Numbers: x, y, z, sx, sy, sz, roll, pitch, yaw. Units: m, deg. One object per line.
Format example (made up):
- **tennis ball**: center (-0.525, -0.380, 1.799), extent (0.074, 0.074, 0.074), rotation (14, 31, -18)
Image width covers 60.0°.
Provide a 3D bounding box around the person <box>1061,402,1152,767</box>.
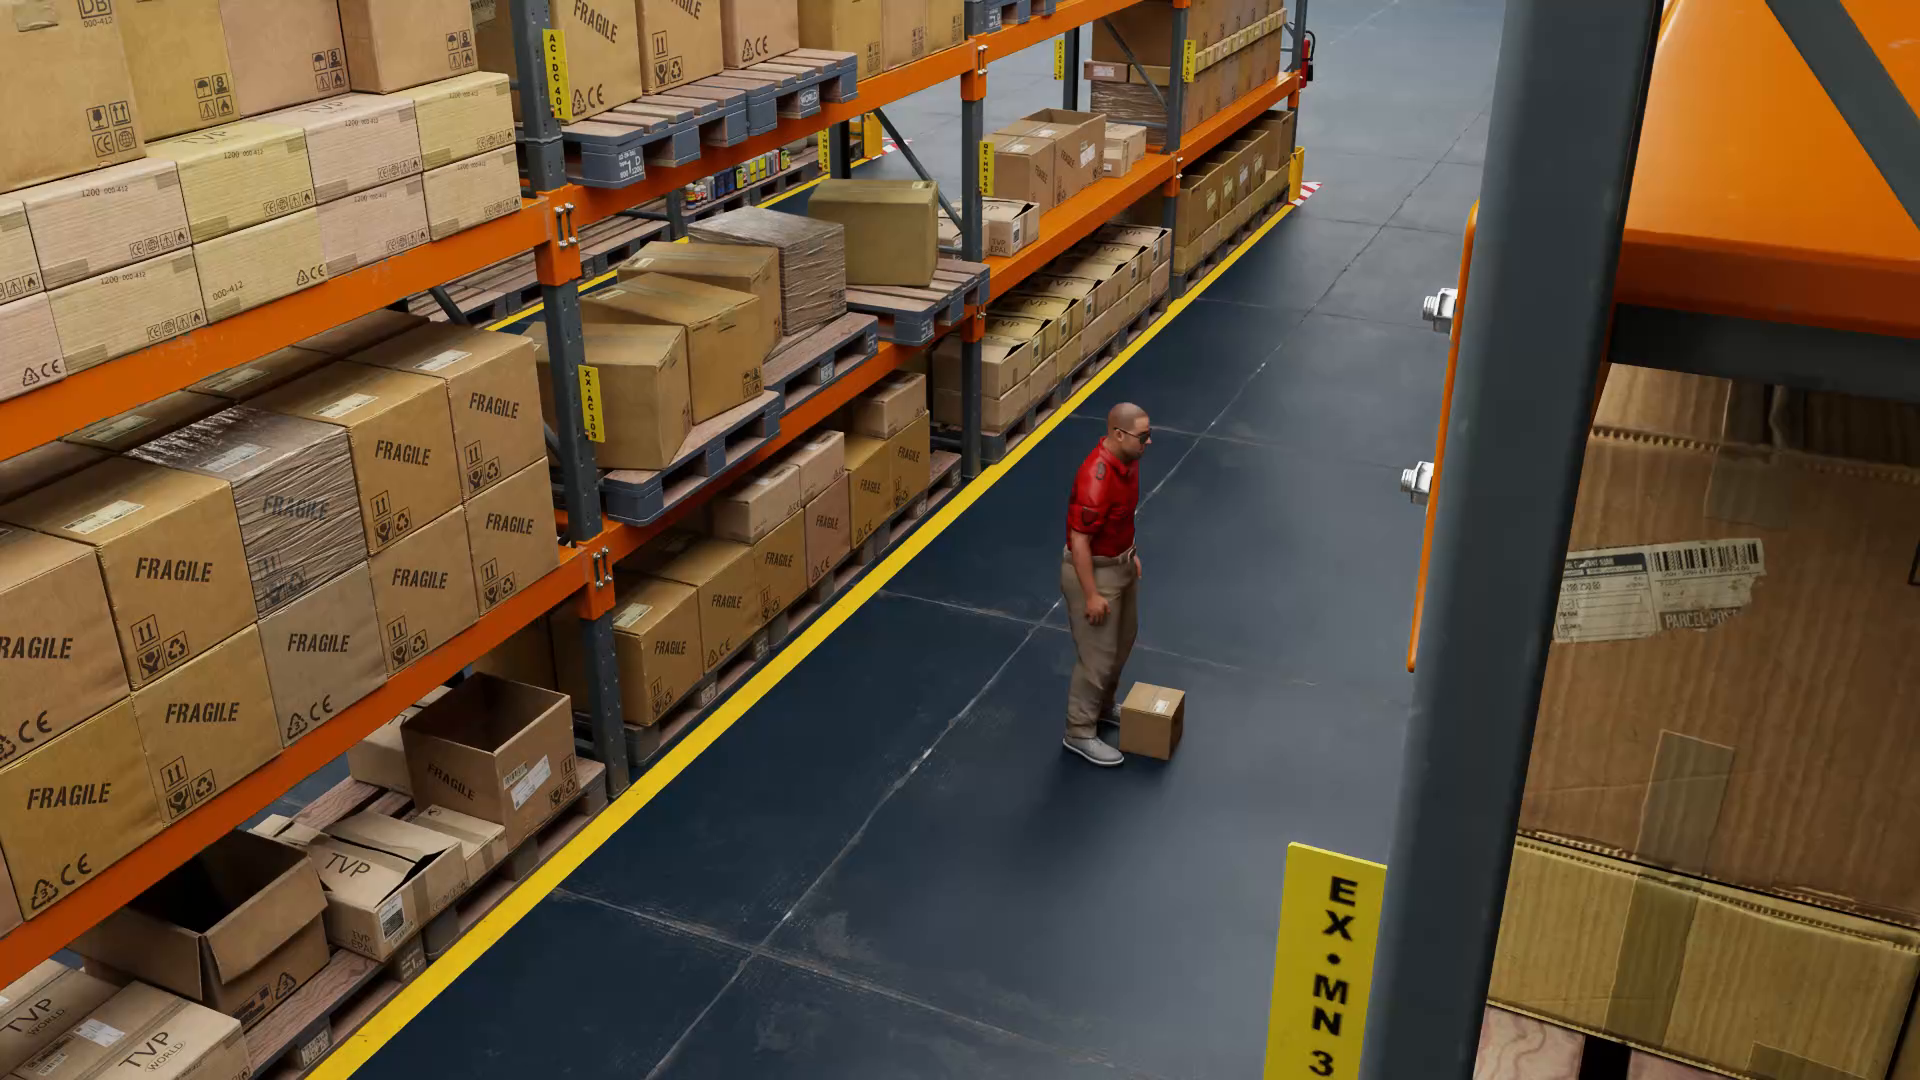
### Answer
- **person**: center (0.692, 0.169, 7.780), extent (0.390, 1.727, 0.587), rotation (11, 28, 22)
